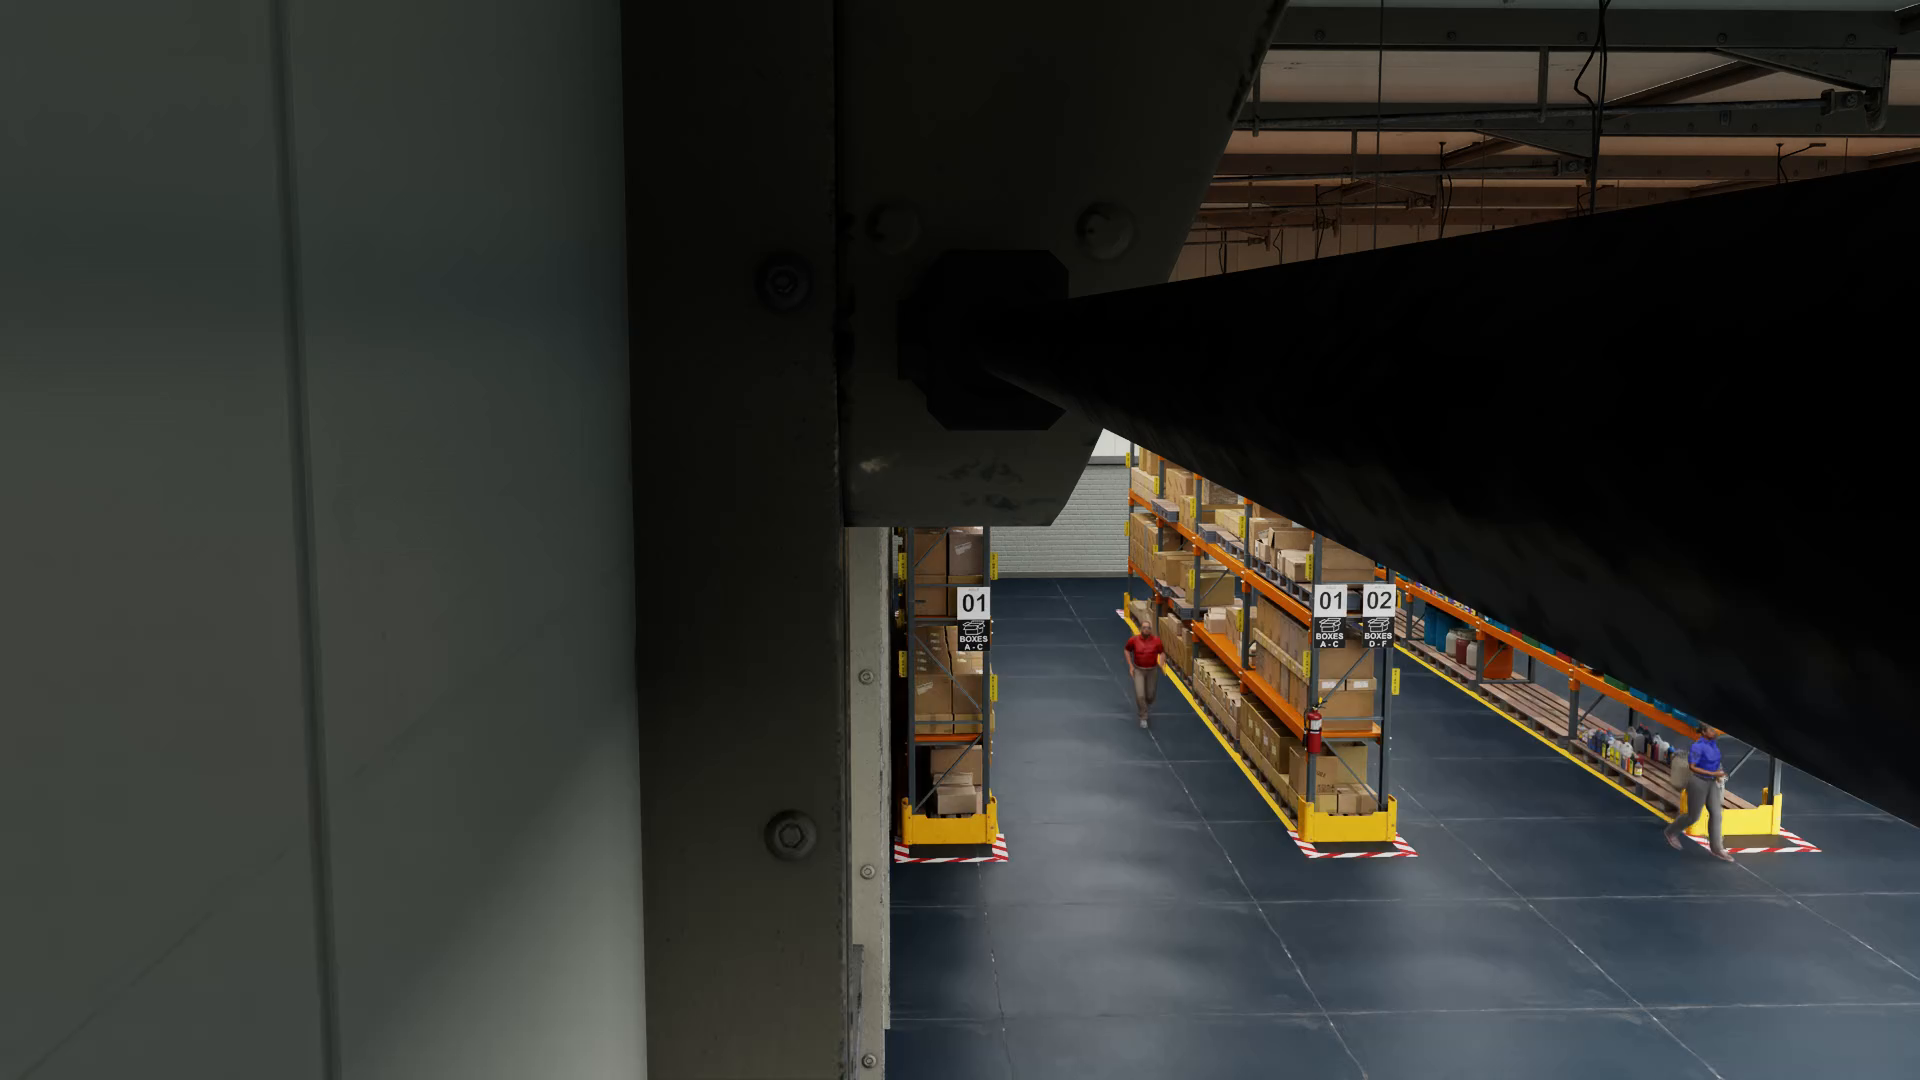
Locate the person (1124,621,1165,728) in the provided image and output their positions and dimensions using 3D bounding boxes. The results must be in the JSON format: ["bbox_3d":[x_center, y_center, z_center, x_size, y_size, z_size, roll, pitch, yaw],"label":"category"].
[{"bbox_3d":[2.946,2.106,26.601,0.646,1.690,0.770,0,7,0],"label":"person"}]

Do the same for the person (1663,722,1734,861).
[{"bbox_3d":[8.888,2.954,19.882,0.593,1.649,0.831,-5,9,-34],"label":"person"}]
